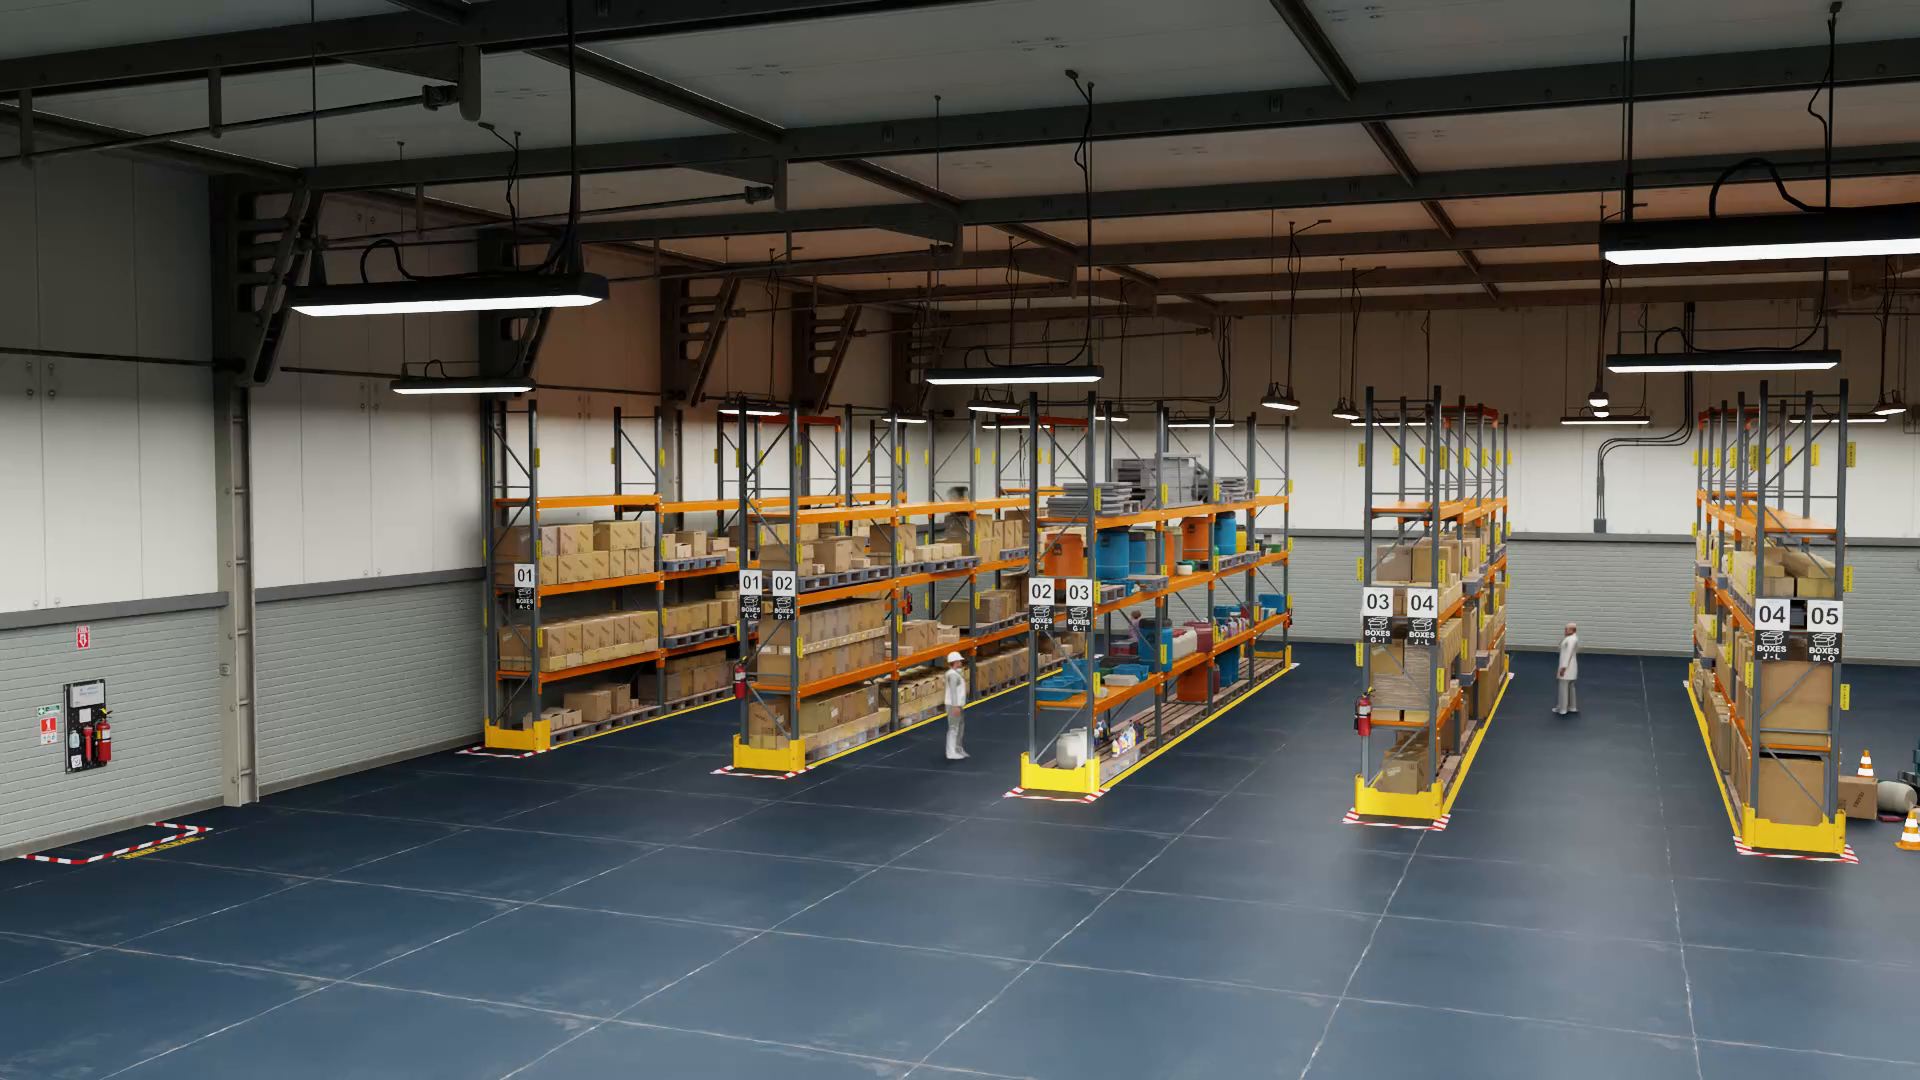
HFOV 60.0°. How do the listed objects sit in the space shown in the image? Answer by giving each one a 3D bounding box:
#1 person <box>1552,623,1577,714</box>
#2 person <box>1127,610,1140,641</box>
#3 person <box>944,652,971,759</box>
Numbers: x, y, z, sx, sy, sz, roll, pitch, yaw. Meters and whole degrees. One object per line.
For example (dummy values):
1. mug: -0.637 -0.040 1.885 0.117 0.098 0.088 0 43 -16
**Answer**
1. person: 11.858 2.510 32.582 0.472 1.786 0.628 2 3 36
2. person: 3.926 2.359 37.293 0.333 1.608 0.499 1 3 24
3. person: -0.039 2.767 27.677 0.448 1.808 0.587 0 3 1
